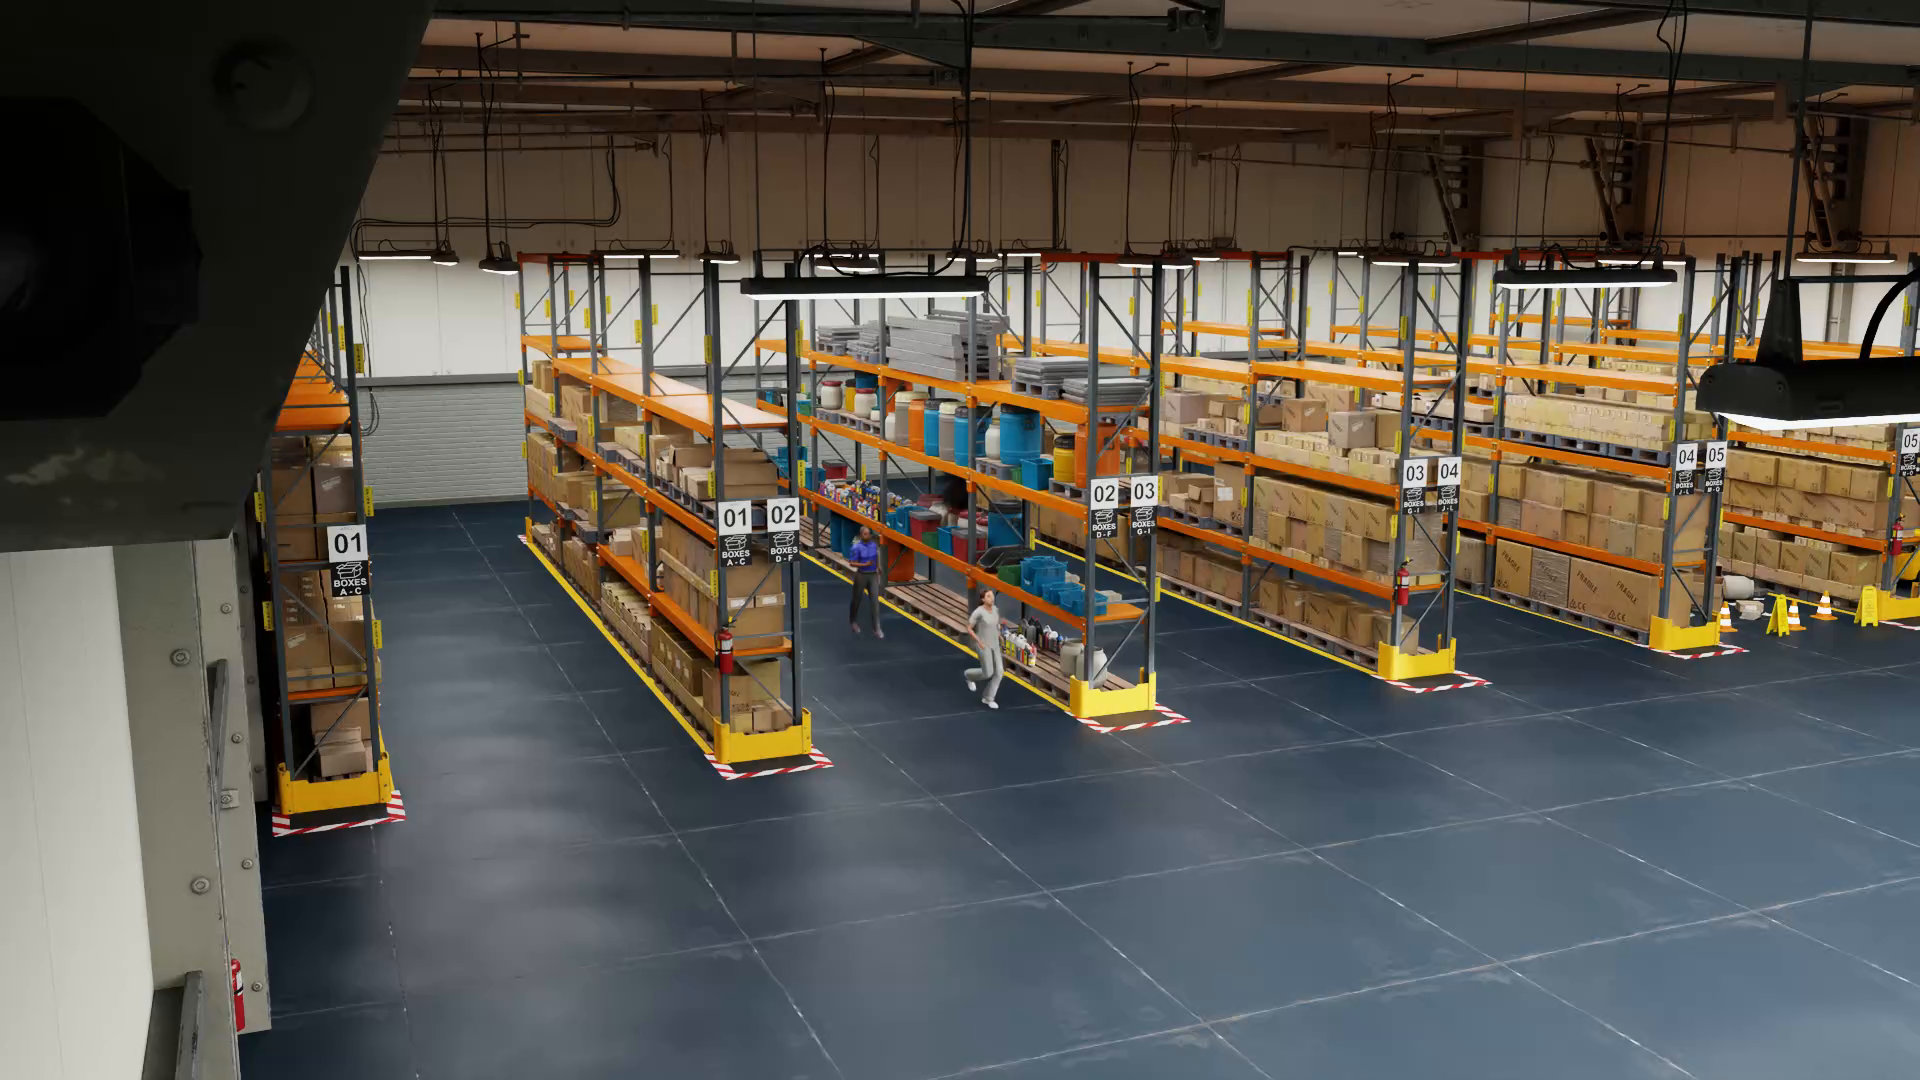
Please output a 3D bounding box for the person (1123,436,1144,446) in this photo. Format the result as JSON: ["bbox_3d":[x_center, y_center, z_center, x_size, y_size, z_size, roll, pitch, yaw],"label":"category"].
[{"bbox_3d":[4.227,-1.940,41.029,0.589,1.704,0.698,-9,14,-40],"label":"person"}]

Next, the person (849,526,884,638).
[{"bbox_3d":[-1.424,0.629,25.368,0.575,1.697,0.865,-5,12,-28],"label":"person"}]

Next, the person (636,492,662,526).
[{"bbox_3d":[-6.571,-0.899,35.015,0.651,1.777,0.896,-8,13,-37],"label":"person"}]

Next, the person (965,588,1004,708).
[{"bbox_3d":[0.338,1.446,22.706,0.573,1.639,0.624,-8,13,-36],"label":"person"}]
